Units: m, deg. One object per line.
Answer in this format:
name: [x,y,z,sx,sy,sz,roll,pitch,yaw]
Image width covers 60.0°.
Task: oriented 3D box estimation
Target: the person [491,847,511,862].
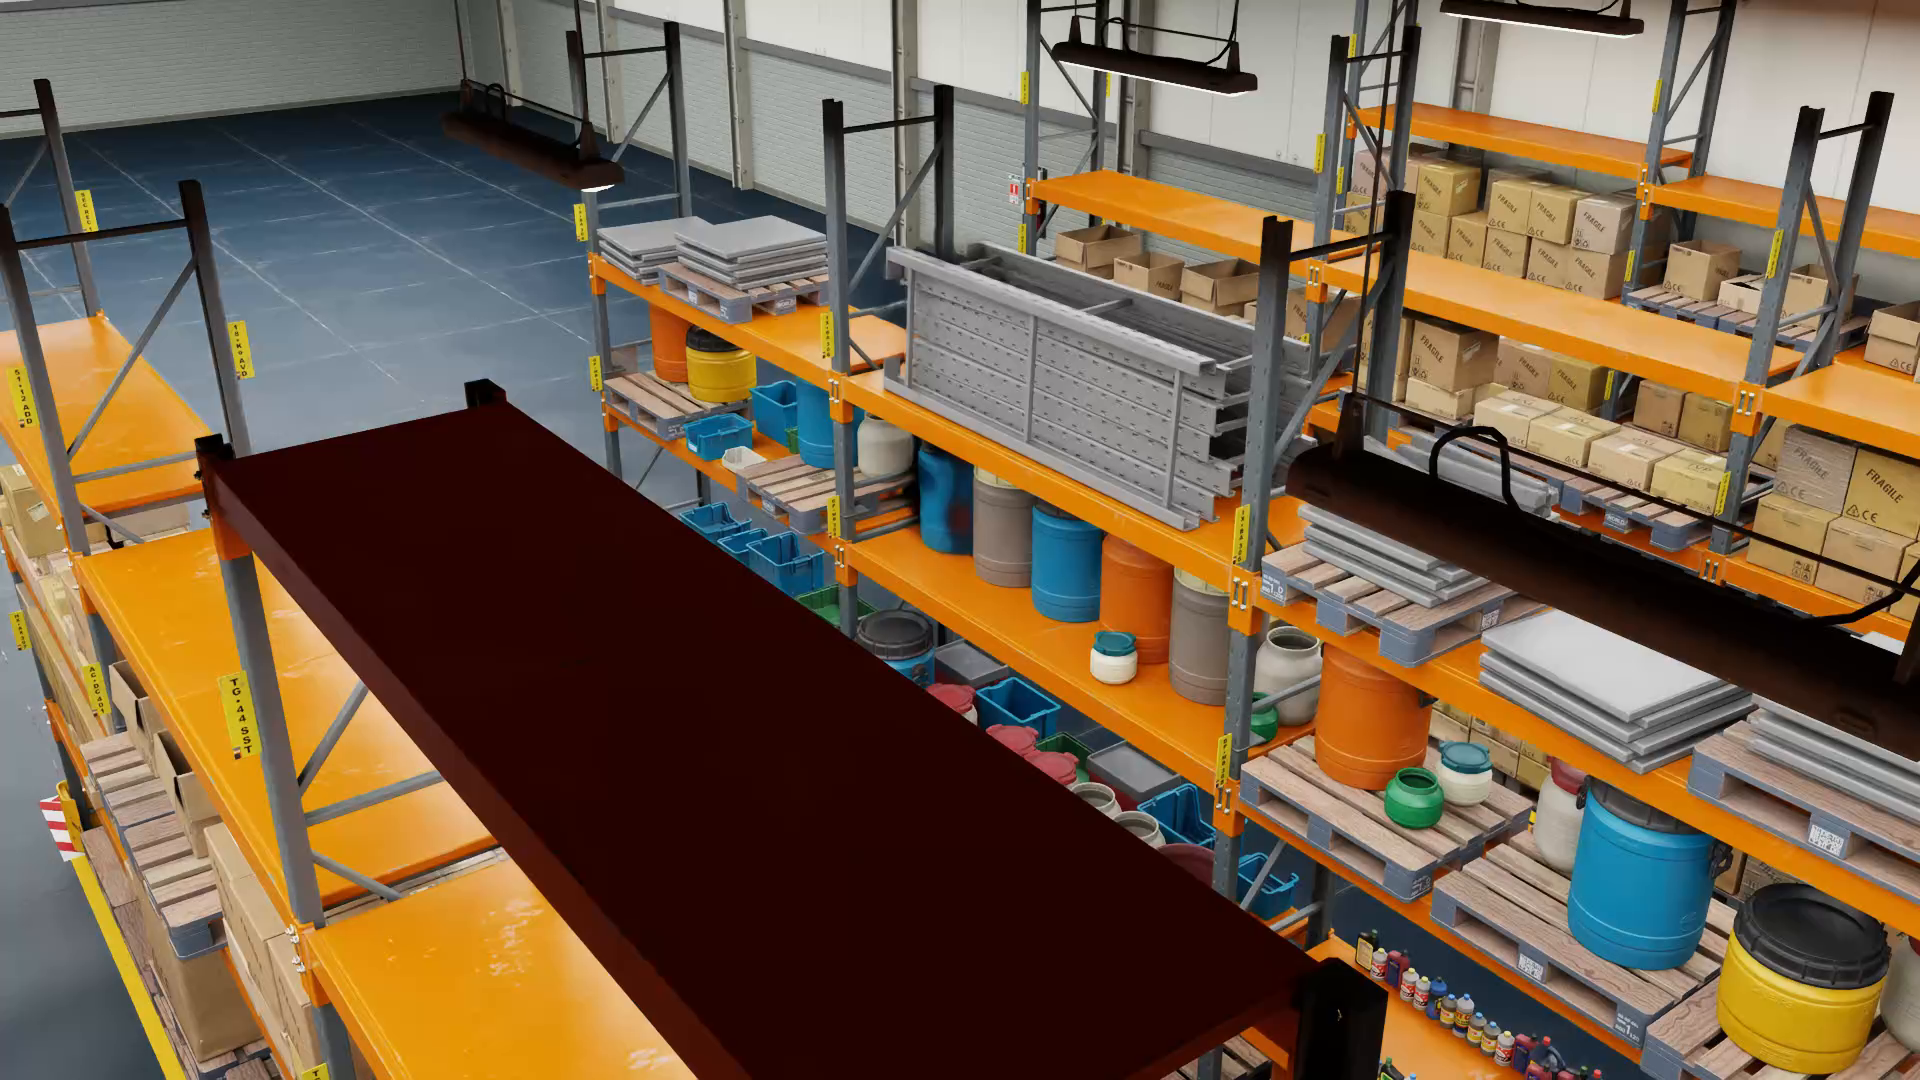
person: [-3.164,2.235,11.447,0.615,1.884,0.715,-22,32,-38]
